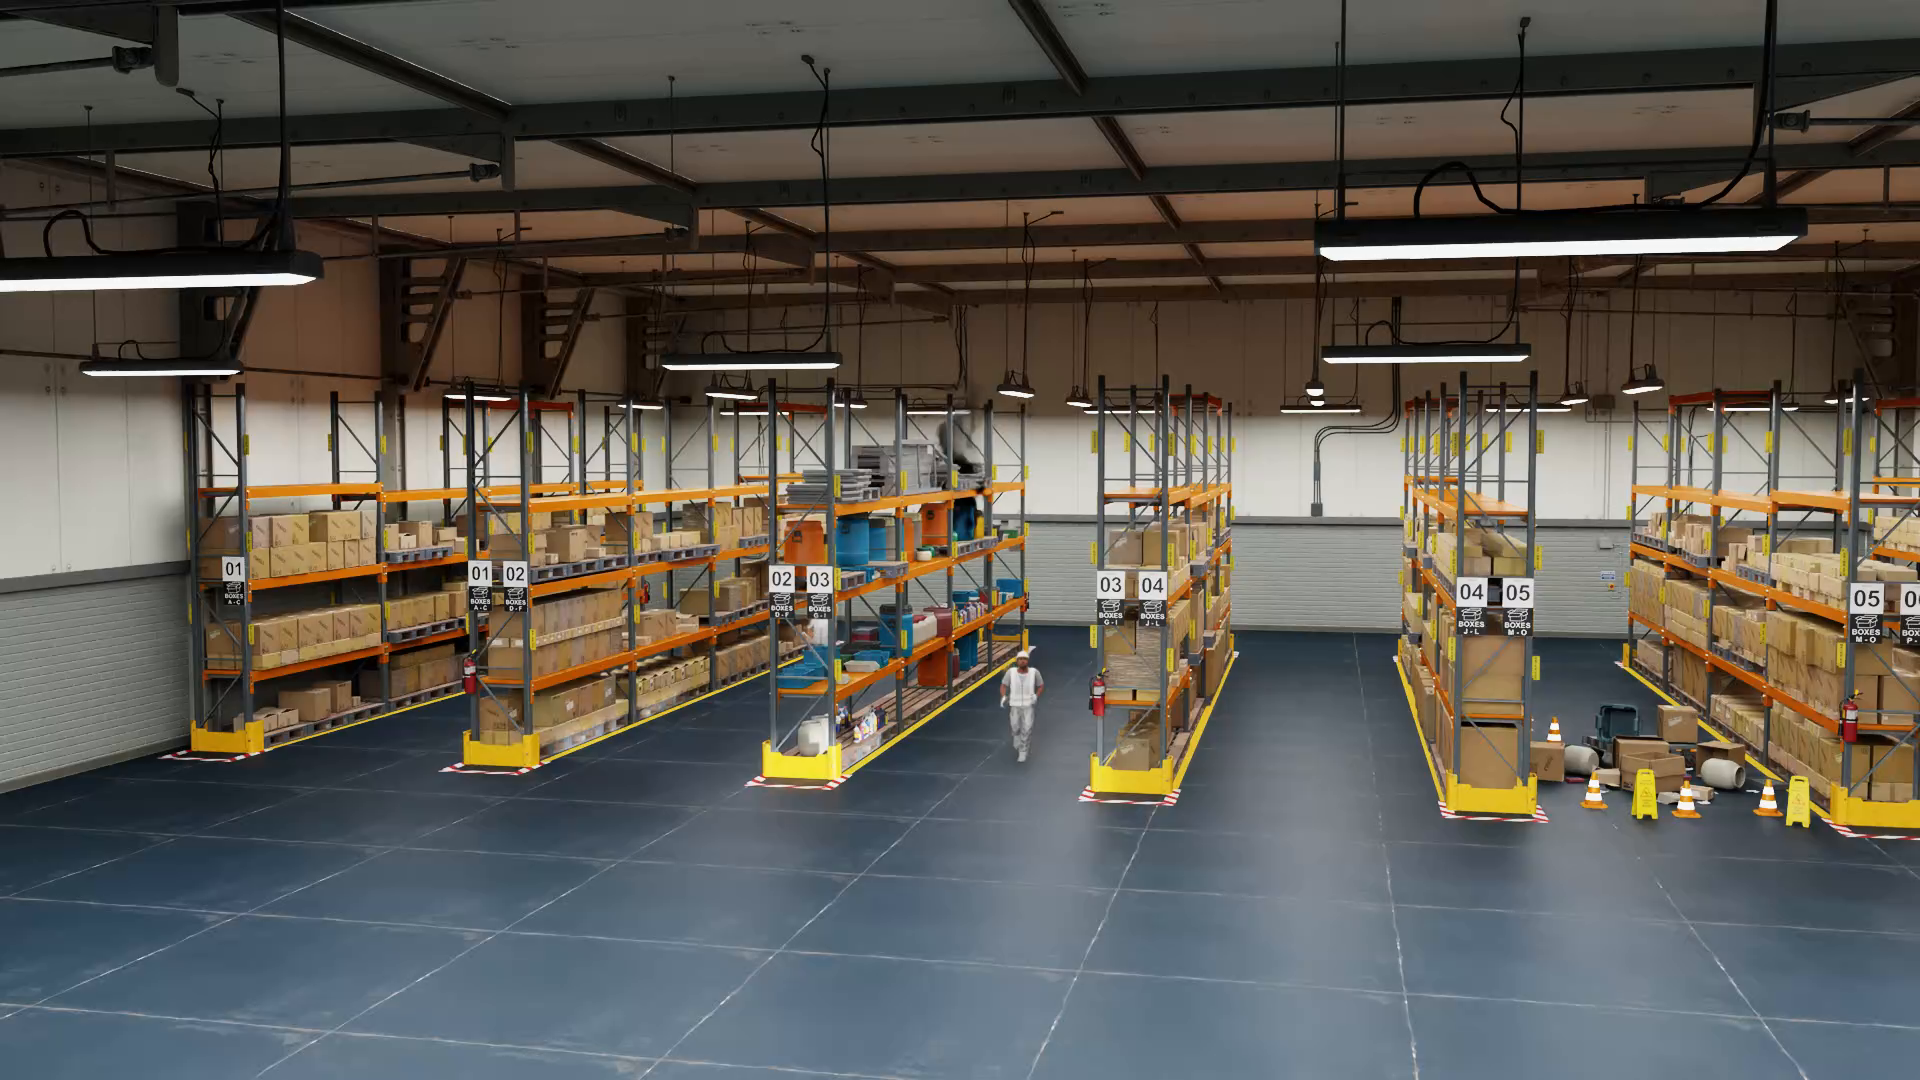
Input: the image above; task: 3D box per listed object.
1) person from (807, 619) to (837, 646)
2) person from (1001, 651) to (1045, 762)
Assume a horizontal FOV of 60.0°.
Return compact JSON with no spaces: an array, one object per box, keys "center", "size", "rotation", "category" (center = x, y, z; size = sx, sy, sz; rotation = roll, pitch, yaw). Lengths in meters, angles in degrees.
[{"center":[-2.905,2.185,34.893],"size":[0.609,1.654,0.918],"rotation":[0,3,0],"category":"person"},{"center":[0.998,2.633,26.476],"size":[0.699,1.744,0.596],"rotation":[0,3,3],"category":"person"}]
